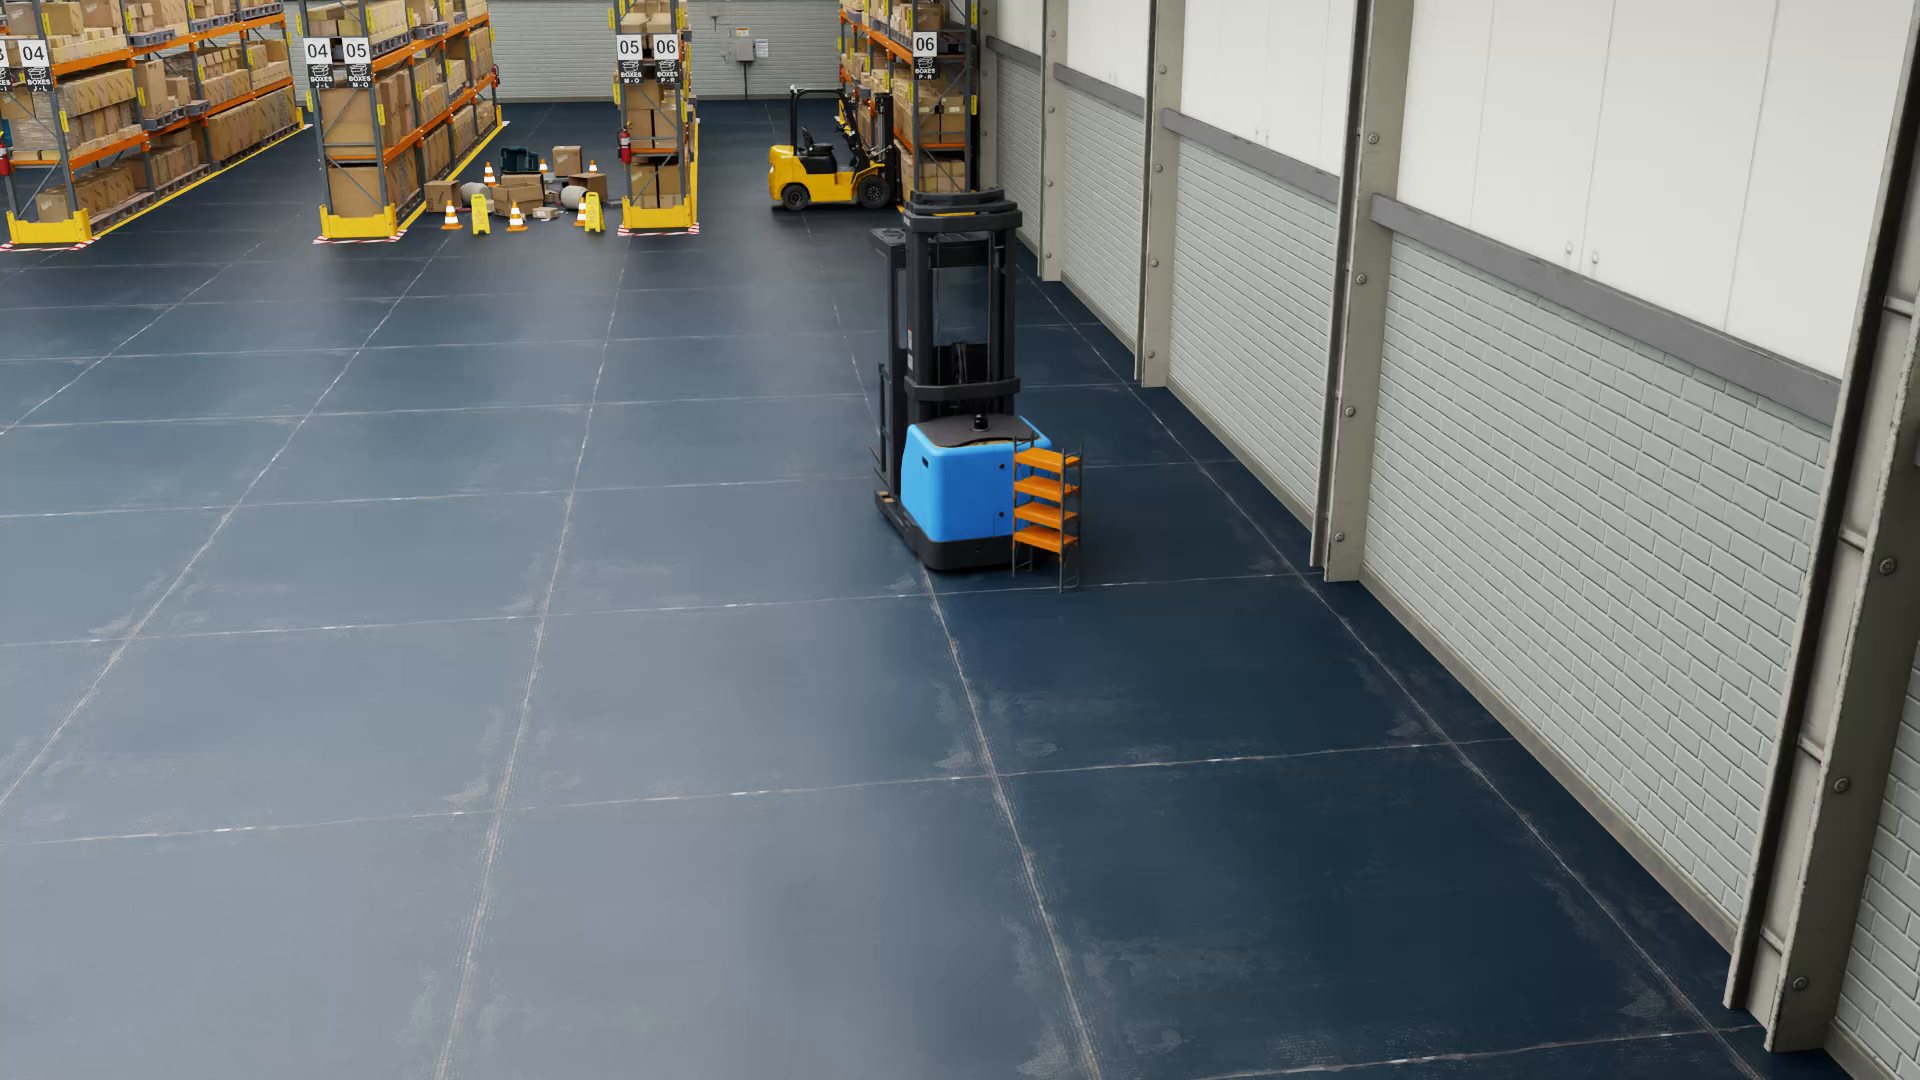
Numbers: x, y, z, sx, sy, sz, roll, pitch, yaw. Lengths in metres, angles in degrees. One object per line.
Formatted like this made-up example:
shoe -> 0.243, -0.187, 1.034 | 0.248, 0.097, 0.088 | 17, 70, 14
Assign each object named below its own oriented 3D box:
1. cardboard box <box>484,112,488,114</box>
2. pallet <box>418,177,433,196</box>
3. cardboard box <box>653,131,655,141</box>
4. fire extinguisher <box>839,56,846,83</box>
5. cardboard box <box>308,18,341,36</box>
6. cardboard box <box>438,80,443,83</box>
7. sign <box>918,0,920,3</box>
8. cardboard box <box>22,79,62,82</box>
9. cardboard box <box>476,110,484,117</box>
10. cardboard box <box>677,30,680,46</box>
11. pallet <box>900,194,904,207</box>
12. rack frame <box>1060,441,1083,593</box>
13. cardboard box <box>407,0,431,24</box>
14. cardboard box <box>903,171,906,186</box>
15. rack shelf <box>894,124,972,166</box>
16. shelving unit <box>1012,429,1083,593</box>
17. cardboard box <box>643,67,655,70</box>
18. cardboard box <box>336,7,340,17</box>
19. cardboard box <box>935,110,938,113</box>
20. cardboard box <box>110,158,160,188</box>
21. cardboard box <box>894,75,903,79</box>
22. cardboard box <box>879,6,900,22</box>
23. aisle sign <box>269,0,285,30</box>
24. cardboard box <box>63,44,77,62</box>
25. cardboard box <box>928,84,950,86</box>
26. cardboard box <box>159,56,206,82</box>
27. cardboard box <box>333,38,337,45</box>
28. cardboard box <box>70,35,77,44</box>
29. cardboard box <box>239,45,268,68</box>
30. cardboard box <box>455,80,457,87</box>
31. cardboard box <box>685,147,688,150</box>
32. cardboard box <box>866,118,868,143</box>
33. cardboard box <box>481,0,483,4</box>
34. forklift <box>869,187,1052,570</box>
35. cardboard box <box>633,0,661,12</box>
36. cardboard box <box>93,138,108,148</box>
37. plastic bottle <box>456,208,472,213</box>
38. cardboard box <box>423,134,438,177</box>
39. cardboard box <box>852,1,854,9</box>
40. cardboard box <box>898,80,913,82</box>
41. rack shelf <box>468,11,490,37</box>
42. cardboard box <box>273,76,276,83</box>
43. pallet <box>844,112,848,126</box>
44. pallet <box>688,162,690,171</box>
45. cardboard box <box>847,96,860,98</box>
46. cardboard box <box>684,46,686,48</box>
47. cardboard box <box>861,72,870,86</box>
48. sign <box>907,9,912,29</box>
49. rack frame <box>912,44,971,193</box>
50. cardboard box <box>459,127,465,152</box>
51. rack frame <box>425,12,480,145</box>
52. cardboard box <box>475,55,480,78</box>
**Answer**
cardboard box -> -11.876, -10.478, 41.105 | 0.380, 0.149, 0.250 | -2, 21, -5
pallet -> -10.873, -6.896, 32.452 | 1.003, 0.211, 1.213 | -3, 21, -8
cardboard box -> -5.619, -7.195, 29.626 | 0.380, 0.149, 0.250 | -3, 21, -7
fire extinguisher -> -3.100, -12.446, 43.971 | 0.296, 0.674, 0.183 | -3, 21, -8
cardboard box -> -10.458, -8.427, 27.325 | 0.500, 0.250, 0.500 | -3, 21, -7
cardboard box -> -11.135, -9.719, 35.360 | 0.380, 0.149, 0.250 | -2, 21, -5
sign -> -0.918, -11.570, 35.841 | 0.100, 0.325, 0.005 | -3, 21, -8
cardboard box -> -15.504, -7.517, 28.133 | 0.500, 0.500, 0.500 | -3, 21, -8
cardboard box -> -11.767, -10.343, 40.320 | 0.380, 0.149, 0.250 | -2, 21, -7
cardboard box -> -5.099, -8.675, 28.732 | 0.500, 0.250, 0.500 | -3, 21, -9
pallet -> -0.640, -6.468, 31.306 | 1.003, 0.211, 1.213 | -3, 21, -8
rack frame -> 0.873, -0.172, 13.031 | 0.015, 1.200, 0.240 | 17, 27, 38
cardboard box -> -10.736, -10.431, 32.760 | 0.500, 0.500, 0.500 | -3, 21, -8
cardboard box -> -0.757, -6.560, 30.182 | 0.500, 0.250, 0.500 | -3, 21, -8
rack shelf -> -0.604, -7.446, 30.966 | 1.077, 0.370, 4.000 | -3, 21, -8
shelving unit -> 0.689, -0.228, 13.183 | 0.503, 1.200, 0.258 | 17, 27, 38
cardboard box -> -5.857, -8.361, 30.393 | 0.700, 0.500, 0.500 | -3, 21, -9
cardboard box -> -10.605, -8.823, 27.815 | 0.380, 0.149, 0.250 | -3, 21, -7
cardboard box -> -0.209, -7.502, 29.946 | 0.500, 0.500, 0.500 | -2, 21, -6
cardboard box -> -15.677, -6.972, 31.615 | 0.700, 0.500, 0.500 | -5, 21, -12
cardboard box -> -1.385, -9.554, 34.513 | 0.380, 0.149, 0.250 | -3, 21, -8
cardboard box -> -1.348, -10.586, 33.444 | 0.500, 0.311, 0.500 | -4, 21, -10
aisle sign -> -17.053, -13.136, 41.459 | 0.394, 0.787, 0.004 | -3, 21, -8
cardboard box -> -14.927, -8.032, 27.435 | 0.500, 0.250, 0.500 | -3, 21, -9
cardboard box -> -0.394, -8.425, 31.065 | 0.380, 0.149, 0.250 | -3, 21, -8
cardboard box -> -16.276, -9.879, 34.877 | 0.797, 0.503, 0.637 | -2, 21, -6
cardboard box -> -10.529, -8.270, 27.475 | 0.380, 0.149, 0.250 | -3, 21, -7
cardboard box -> -14.944, -8.325, 27.651 | 0.380, 0.149, 0.250 | -3, 21, -8
cardboard box -> -16.722, -11.443, 39.359 | 0.500, 0.500, 0.500 | -4, 21, -9
cardboard box -> -11.358, -10.117, 36.849 | 0.380, 0.149, 0.250 | -4, 21, -10
cardboard box -> -5.377, -7.116, 31.314 | 0.500, 0.500, 0.500 | -3, 21, -7
cardboard box -> -1.882, -9.376, 38.079 | 0.500, 0.500, 0.500 | -2, 21, -5
cardboard box -> -12.024, -13.339, 40.930 | 0.500, 0.250, 0.500 | -3, 21, -9
forklift -> -0.139, -1.615, 14.425 | 1.130, 2.935, 3.031 | -6, 21, -15
cardboard box -> -6.182, -10.536, 32.824 | 0.500, 0.250, 0.500 | -3, 21, -7
cardboard box -> -14.959, -6.856, 28.718 | 0.380, 0.149, 0.250 | -3, 21, -8
plastic bottle -> -9.019, -6.011, 30.296 | 0.283, 0.061, 0.133 | -11, 23, -26
cardboard box -> -11.001, -7.626, 33.037 | 1.050, 0.750, 0.750 | -3, 21, -8
cardboard box -> -2.307, -12.386, 38.496 | 0.380, 0.149, 0.250 | -3, 21, -7
cardboard box -> -0.995, -8.755, 31.948 | 0.380, 0.149, 0.250 | -3, 21, -7
rack shelf -> -12.129, -12.469, 40.130 | 1.077, 0.370, 4.000 | -3, 21, -8
cardboard box -> -16.742, -11.125, 40.148 | 0.380, 0.149, 0.250 | -3, 21, -7
pallet -> -2.495, -11.021, 43.497 | 1.003, 0.211, 1.213 | -3, 21, -8
pallet -> -6.096, -7.610, 34.363 | 1.003, 0.211, 1.213 | -3, 21, -8
cardboard box -> -2.543, -11.141, 42.805 | 0.700, 0.500, 0.500 | -2, 21, -6
cardboard box -> -6.419, -10.833, 37.435 | 0.500, 0.500, 0.500 | -3, 21, -7
cardboard box -> -1.941, -10.335, 37.290 | 0.500, 0.250, 0.500 | -4, 21, -10
sign -> -0.854, -8.850, 28.260 | 0.100, 0.325, 0.005 | -3, 21, -8
rack frame -> -0.315, -7.090, 28.986 | 1.000, 3.000, 0.127 | -3, 21, -8
cardboard box -> -11.189, -8.781, 36.486 | 0.500, 0.500, 0.500 | -3, 21, -7
rack frame -> -11.840, -10.709, 38.675 | 1.000, 3.000, 0.127 | -3, 21, -8
cardboard box -> -11.741, -11.250, 39.556 | 0.500, 0.500, 0.500 | -3, 21, -8
